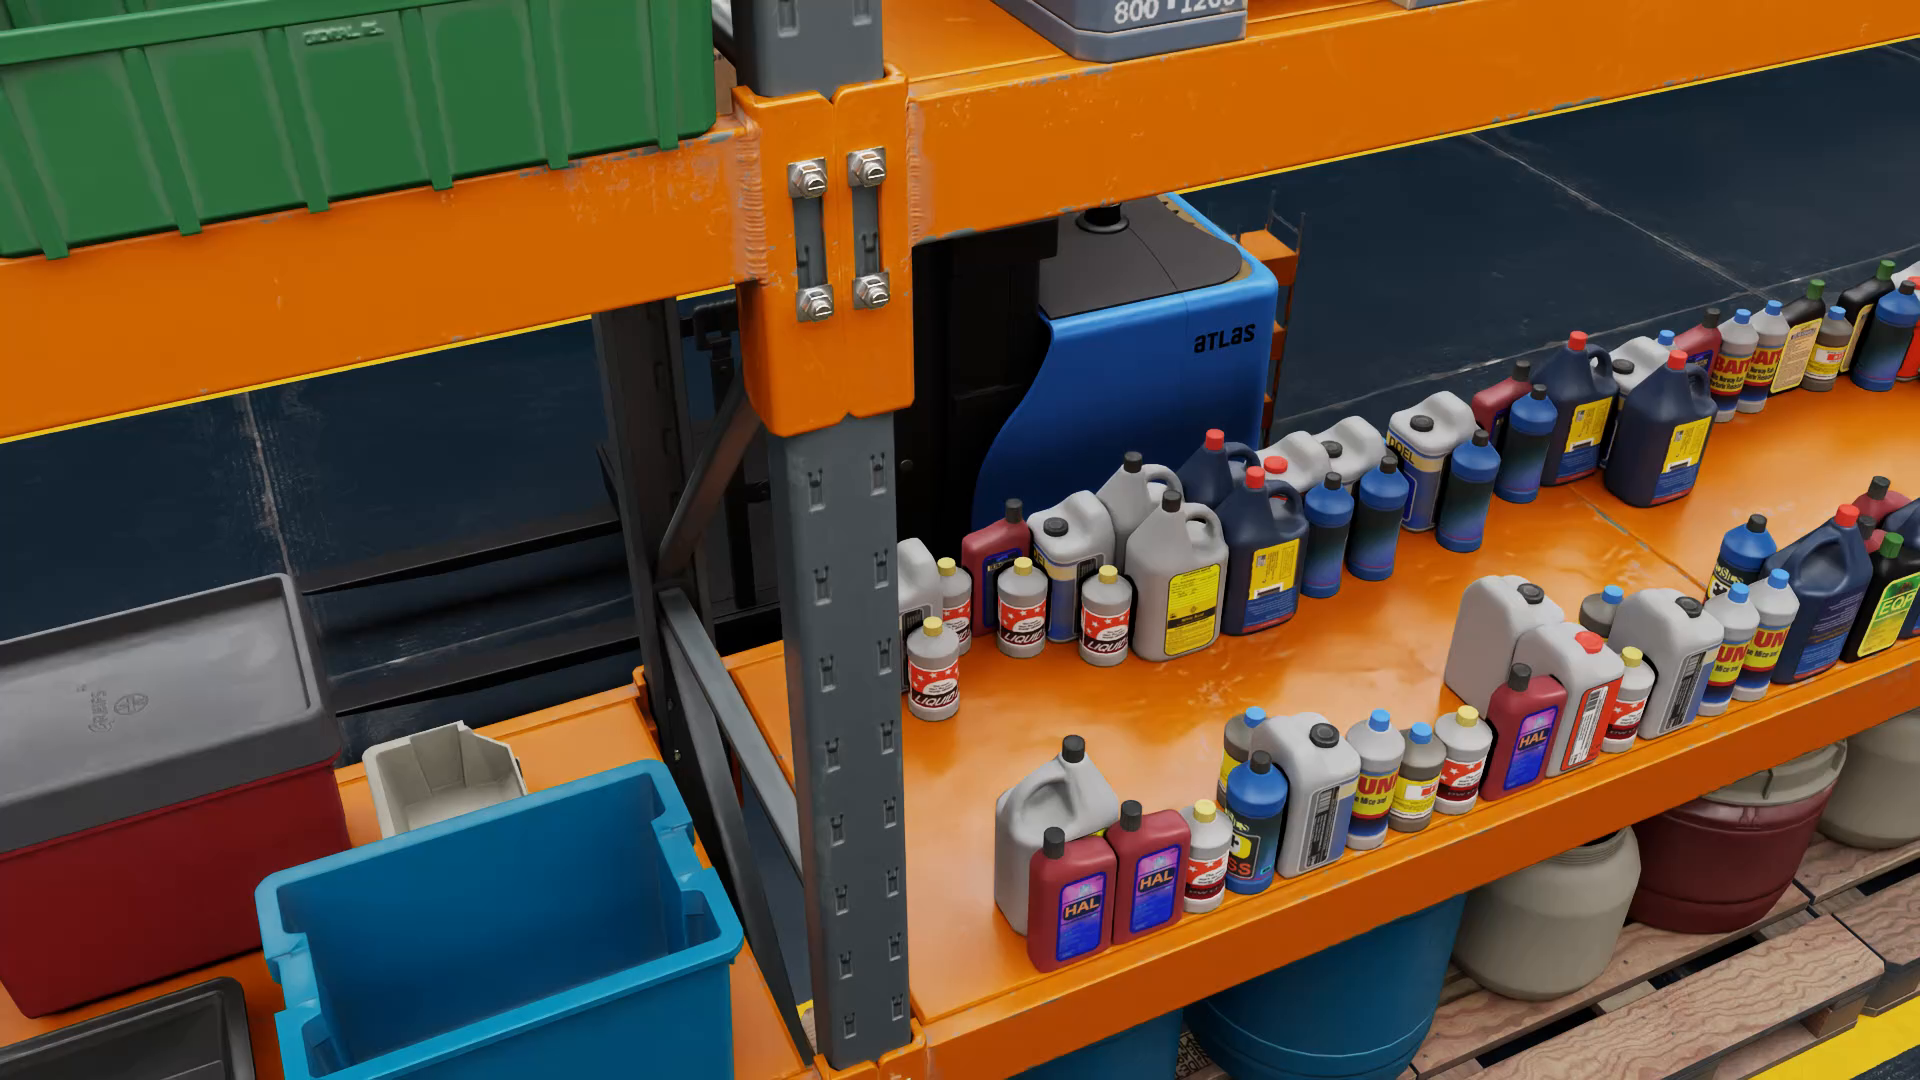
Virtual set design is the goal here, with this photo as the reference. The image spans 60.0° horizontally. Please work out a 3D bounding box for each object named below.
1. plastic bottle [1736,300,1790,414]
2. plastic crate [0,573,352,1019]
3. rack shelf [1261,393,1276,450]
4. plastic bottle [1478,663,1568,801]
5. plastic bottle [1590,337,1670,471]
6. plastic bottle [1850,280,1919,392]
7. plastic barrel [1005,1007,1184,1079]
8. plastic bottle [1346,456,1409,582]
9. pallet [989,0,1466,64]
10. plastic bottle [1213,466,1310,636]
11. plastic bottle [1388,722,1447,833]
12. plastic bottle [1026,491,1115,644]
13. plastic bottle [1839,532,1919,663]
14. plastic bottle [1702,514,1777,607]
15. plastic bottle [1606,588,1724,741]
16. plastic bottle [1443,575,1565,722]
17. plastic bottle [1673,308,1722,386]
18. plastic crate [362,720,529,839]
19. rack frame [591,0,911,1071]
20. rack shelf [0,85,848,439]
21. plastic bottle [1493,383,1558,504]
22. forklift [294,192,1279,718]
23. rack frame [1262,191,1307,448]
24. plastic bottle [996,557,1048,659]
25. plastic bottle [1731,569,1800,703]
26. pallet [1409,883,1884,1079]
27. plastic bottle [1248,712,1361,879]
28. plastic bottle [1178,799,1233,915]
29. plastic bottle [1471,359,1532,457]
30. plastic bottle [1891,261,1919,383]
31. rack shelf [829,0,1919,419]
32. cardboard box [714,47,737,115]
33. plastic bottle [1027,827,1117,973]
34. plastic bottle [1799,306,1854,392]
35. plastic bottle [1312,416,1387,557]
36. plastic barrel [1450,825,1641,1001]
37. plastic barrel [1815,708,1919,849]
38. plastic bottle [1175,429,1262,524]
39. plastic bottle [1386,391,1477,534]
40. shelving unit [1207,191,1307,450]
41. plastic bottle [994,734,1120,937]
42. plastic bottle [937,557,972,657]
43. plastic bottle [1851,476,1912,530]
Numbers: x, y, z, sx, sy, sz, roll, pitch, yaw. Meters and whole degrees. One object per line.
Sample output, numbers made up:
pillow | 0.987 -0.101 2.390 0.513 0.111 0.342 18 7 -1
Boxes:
plastic bottle | 1.888 -0.439 3.932 0.097 0.271 0.097 0 37 0
plastic crate | -1.254 0.404 2.584 0.583 0.464 0.402 -16 39 -20
rack shelf | 0.949 -0.429 5.924 0.240 0.259 0.215 -13 38 -20
plastic bottle | 0.978 0.322 2.896 0.133 0.283 0.061 -16 39 -20
plastic bottle | 1.498 -0.314 3.759 0.135 0.276 0.152 -16 39 -20
plastic bottle | 2.244 -0.498 4.012 0.097 0.271 0.097 0 37 0
plastic barrel | 0.161 0.908 3.416 0.708 0.901 0.600 -16 39 -20
plastic bottle | 0.860 -0.051 3.409 0.097 0.271 0.097 0 37 0
pallet | 0.329 -1.017 2.244 1.003 0.211 1.213 -16 39 -20
plastic bottle | 0.583 0.004 3.268 0.185 0.351 0.144 -16 39 -20
plastic bottle | 0.778 0.399 2.861 0.097 0.201 0.097 0 37 0
plastic bottle | 0.211 0.046 3.274 0.135 0.276 0.152 -16 39 -20
plastic bottle | 1.775 0.099 3.196 0.133 0.283 0.061 -16 39 -20
plastic bottle | 1.522 0.068 3.248 0.097 0.271 0.097 0 37 0
plastic bottle | 1.290 0.208 3.056 0.135 0.276 0.152 -16 39 -20
plastic bottle | 1.016 0.184 3.088 0.135 0.276 0.152 -16 39 -20
plastic bottle | 1.688 -0.400 3.869 0.133 0.283 0.061 -16 39 -20
plastic crate | -0.821 0.485 2.749 0.243 0.136 0.396 -16 39 -20
rack frame | -0.339 0.363 2.743 0.127 3.000 1.000 -16 39 -20
rack shelf | -2.149 -0.047 1.381 4.000 0.370 1.077 -16 39 -20
plastic bottle | 1.240 -0.218 3.634 0.097 0.271 0.097 0 37 0
forklift | -0.580 -1.031 4.680 3.031 2.935 1.130 -14 39 -18
rack frame | 1.070 -0.688 5.797 0.008 1.050 0.200 -13 38 -20
plastic bottle | 0.121 0.123 3.233 0.097 0.201 0.097 0 37 0
plastic bottle | 1.495 0.170 3.110 0.097 0.271 0.097 0 37 0
pallet | 1.483 0.999 4.226 1.213 0.211 1.003 -16 39 -20
plastic bottle | 0.573 0.408 2.786 0.135 0.276 0.152 -16 39 -20
plastic bottle | 0.392 0.507 2.715 0.097 0.201 0.097 0 37 0
plastic bottle | 1.190 -0.261 3.681 0.133 0.283 0.061 -16 39 -20
plastic bottle | 2.334 -0.548 4.075 0.135 0.276 0.152 -16 39 -20
rack shelf | 1.472 -1.059 2.746 4.000 0.370 1.077 -16 39 -20
cardboard box | -1.064 -2.023 7.391 0.875 0.875 1.225 -17 40 -21
plastic bottle | 0.174 0.547 2.593 0.133 0.283 0.061 -16 39 -20
plastic bottle | 2.097 -0.469 4.032 0.097 0.201 0.097 0 37 0
plastic bottle | 0.790 -0.116 3.492 0.135 0.276 0.152 -16 39 -20
plastic barrel | 1.351 0.791 3.902 0.421 0.512 0.421 0 37 0
plastic barrel | 2.373 0.505 4.287 0.421 0.512 0.421 0 37 0
plastic bottle | 0.522 -0.073 3.372 0.185 0.351 0.144 -16 39 -20
plastic bottle | 1.000 -0.174 3.571 0.135 0.276 0.152 -16 39 -20
shelving unit | 0.958 -0.663 5.755 0.252 1.050 0.215 -13 38 -20
plastic bottle | 0.154 0.458 2.656 0.185 0.351 0.144 -16 39 -20
plastic bottle | -0.026 0.124 3.231 0.097 0.201 0.097 0 37 0
plastic bottle | 1.834 -0.012 3.346 0.133 0.283 0.061 -16 39 -20
